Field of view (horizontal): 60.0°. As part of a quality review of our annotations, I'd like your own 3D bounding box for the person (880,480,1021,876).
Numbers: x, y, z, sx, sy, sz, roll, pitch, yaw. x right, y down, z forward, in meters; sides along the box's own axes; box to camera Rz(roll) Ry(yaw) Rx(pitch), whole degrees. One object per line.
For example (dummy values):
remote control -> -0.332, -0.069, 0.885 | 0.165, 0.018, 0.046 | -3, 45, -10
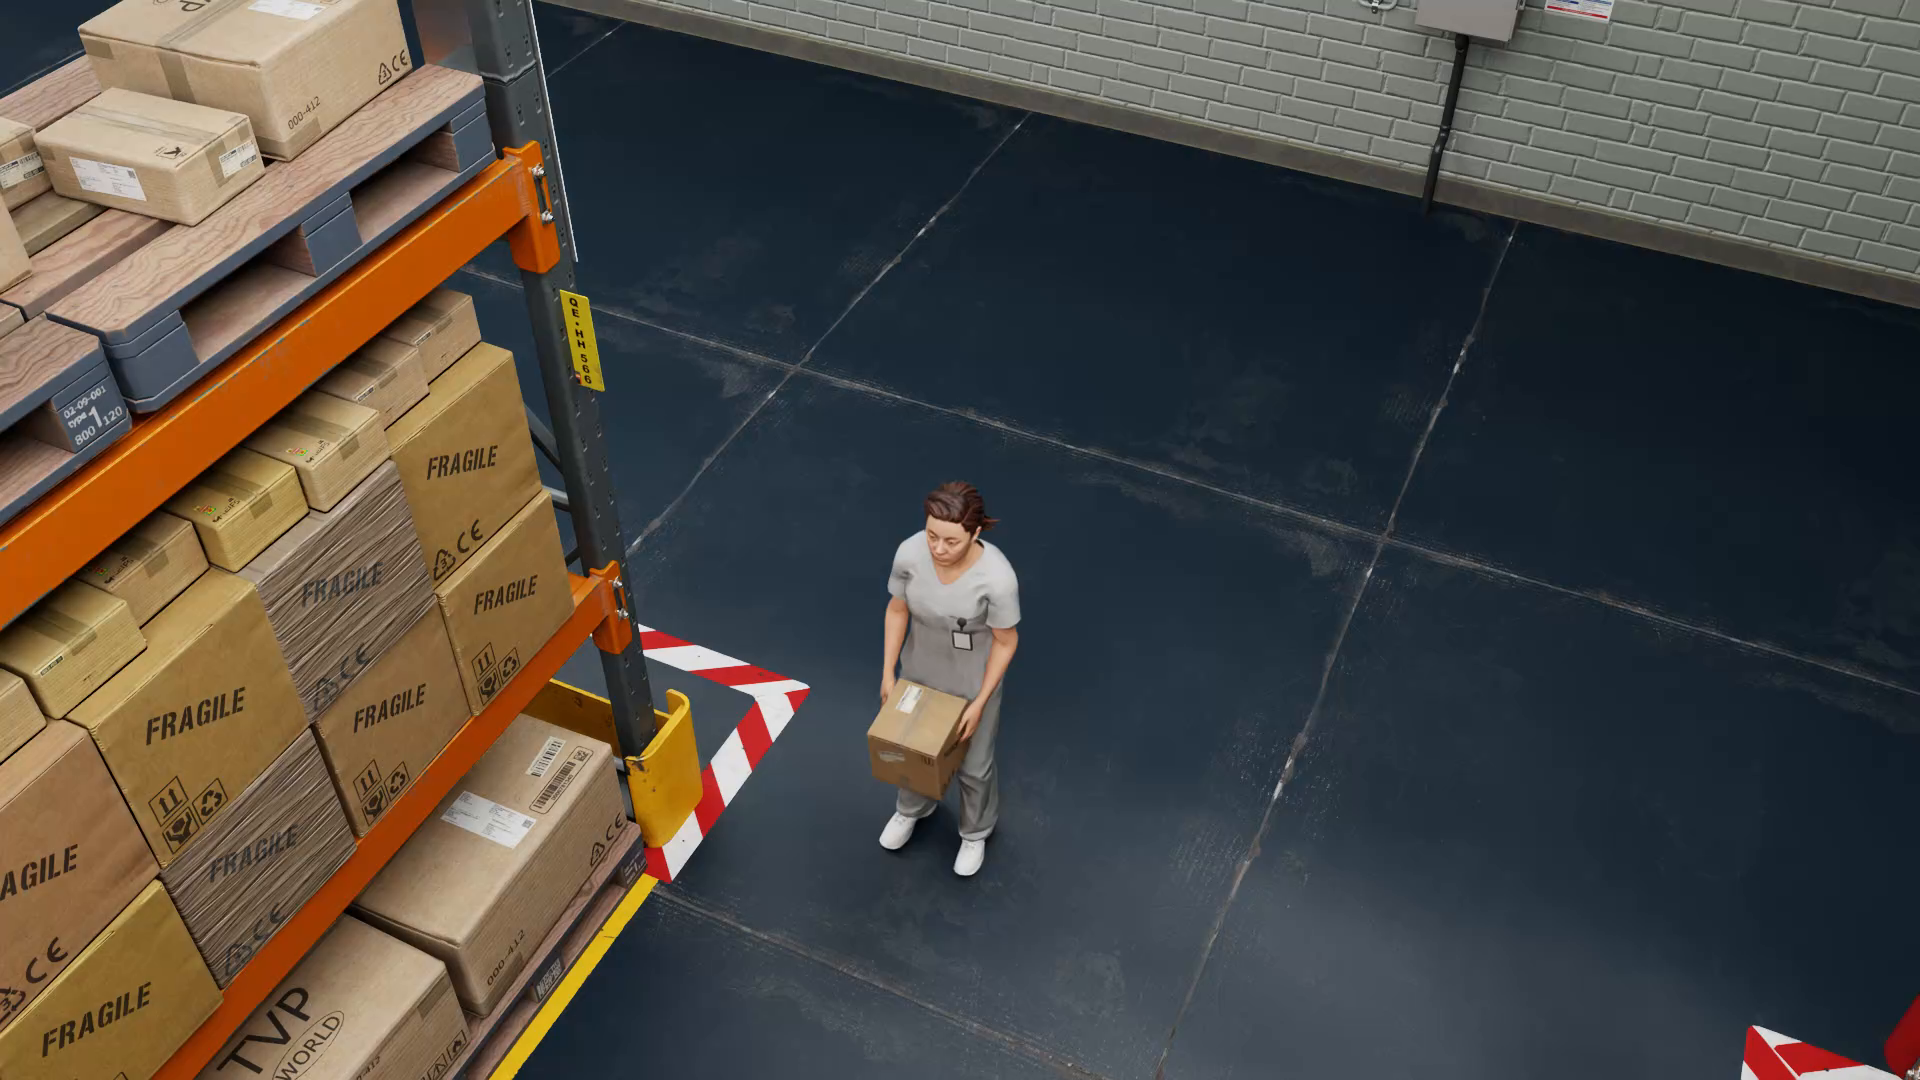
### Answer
person -> -0.039, 0.480, 5.628 | 0.466, 1.676, 0.412 | 17, 45, 18
